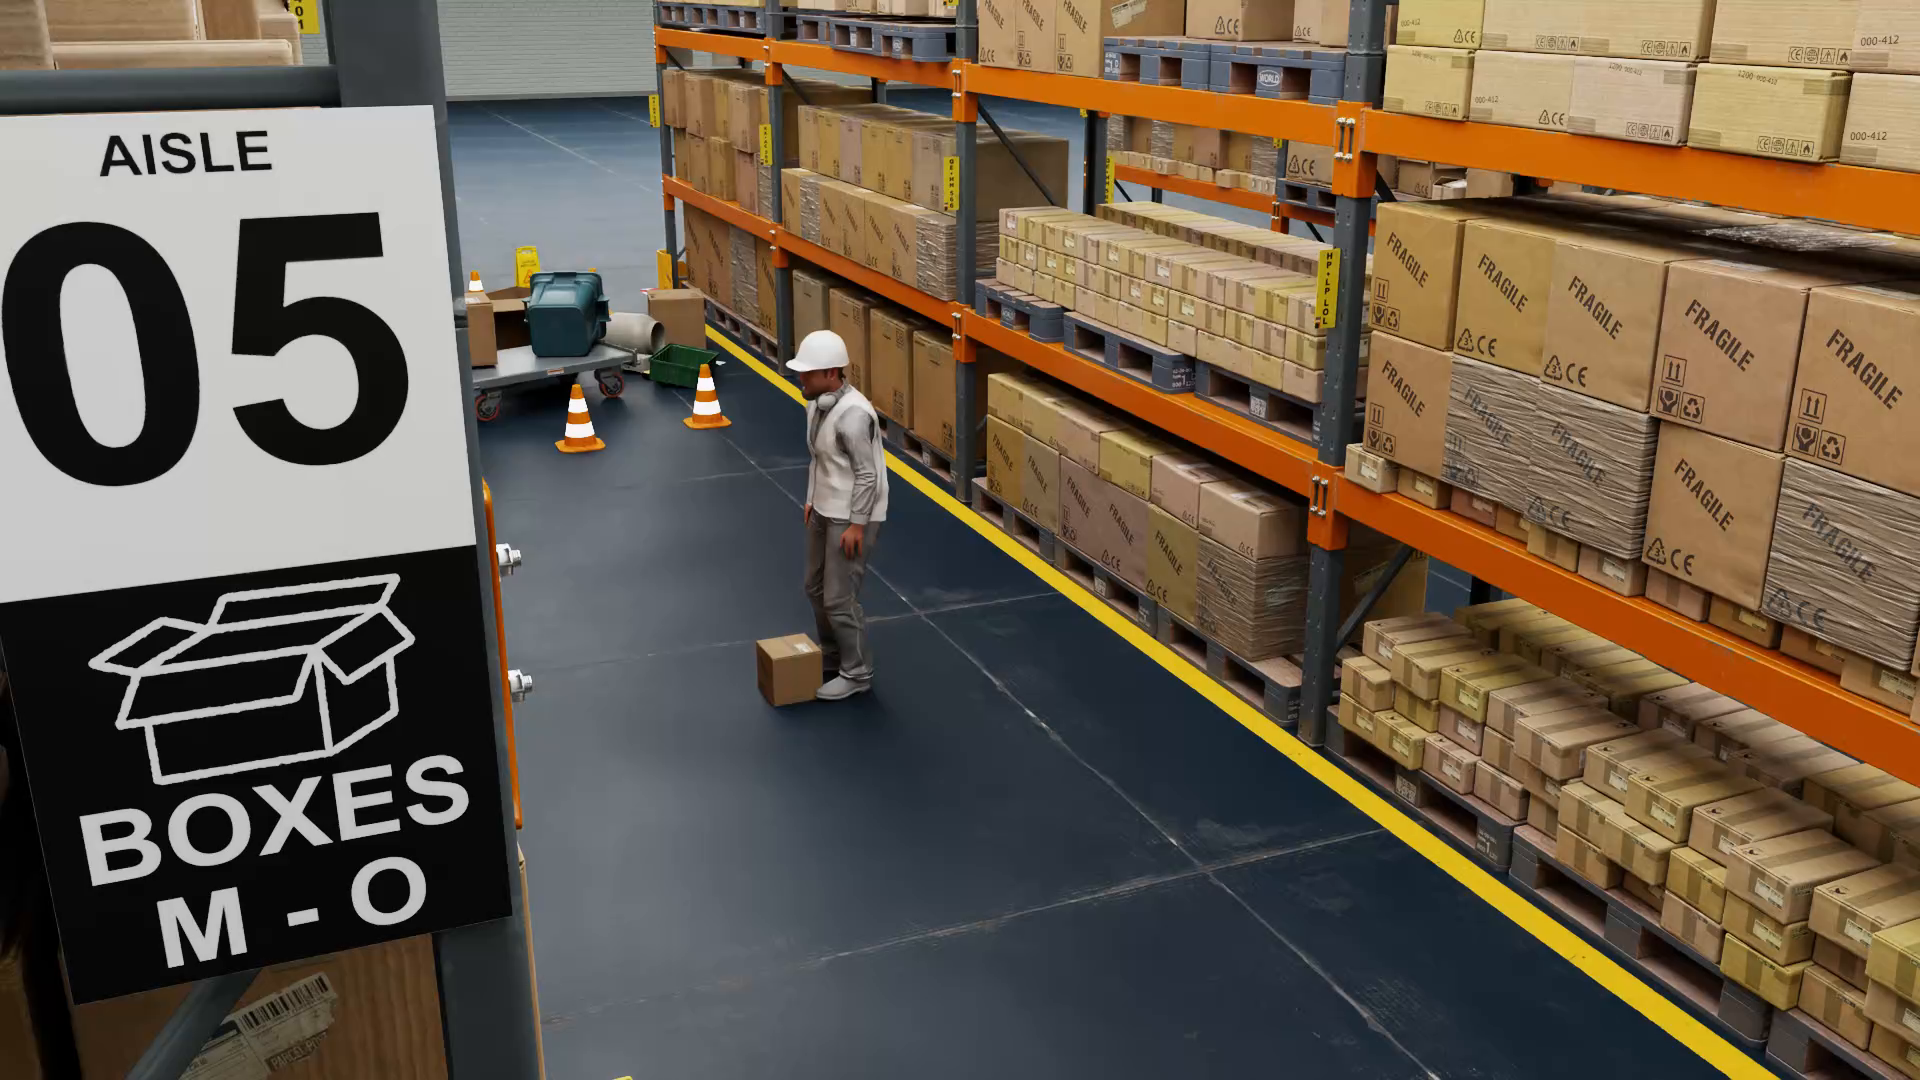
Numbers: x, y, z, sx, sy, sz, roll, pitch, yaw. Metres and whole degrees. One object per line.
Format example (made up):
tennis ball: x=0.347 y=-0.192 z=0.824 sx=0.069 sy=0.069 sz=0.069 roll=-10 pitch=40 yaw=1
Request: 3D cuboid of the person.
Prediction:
person: x=-0.584 y=-0.126 z=7.902 sx=0.466 sy=1.766 sz=0.579 roll=-9 pitch=21 yaw=-24
